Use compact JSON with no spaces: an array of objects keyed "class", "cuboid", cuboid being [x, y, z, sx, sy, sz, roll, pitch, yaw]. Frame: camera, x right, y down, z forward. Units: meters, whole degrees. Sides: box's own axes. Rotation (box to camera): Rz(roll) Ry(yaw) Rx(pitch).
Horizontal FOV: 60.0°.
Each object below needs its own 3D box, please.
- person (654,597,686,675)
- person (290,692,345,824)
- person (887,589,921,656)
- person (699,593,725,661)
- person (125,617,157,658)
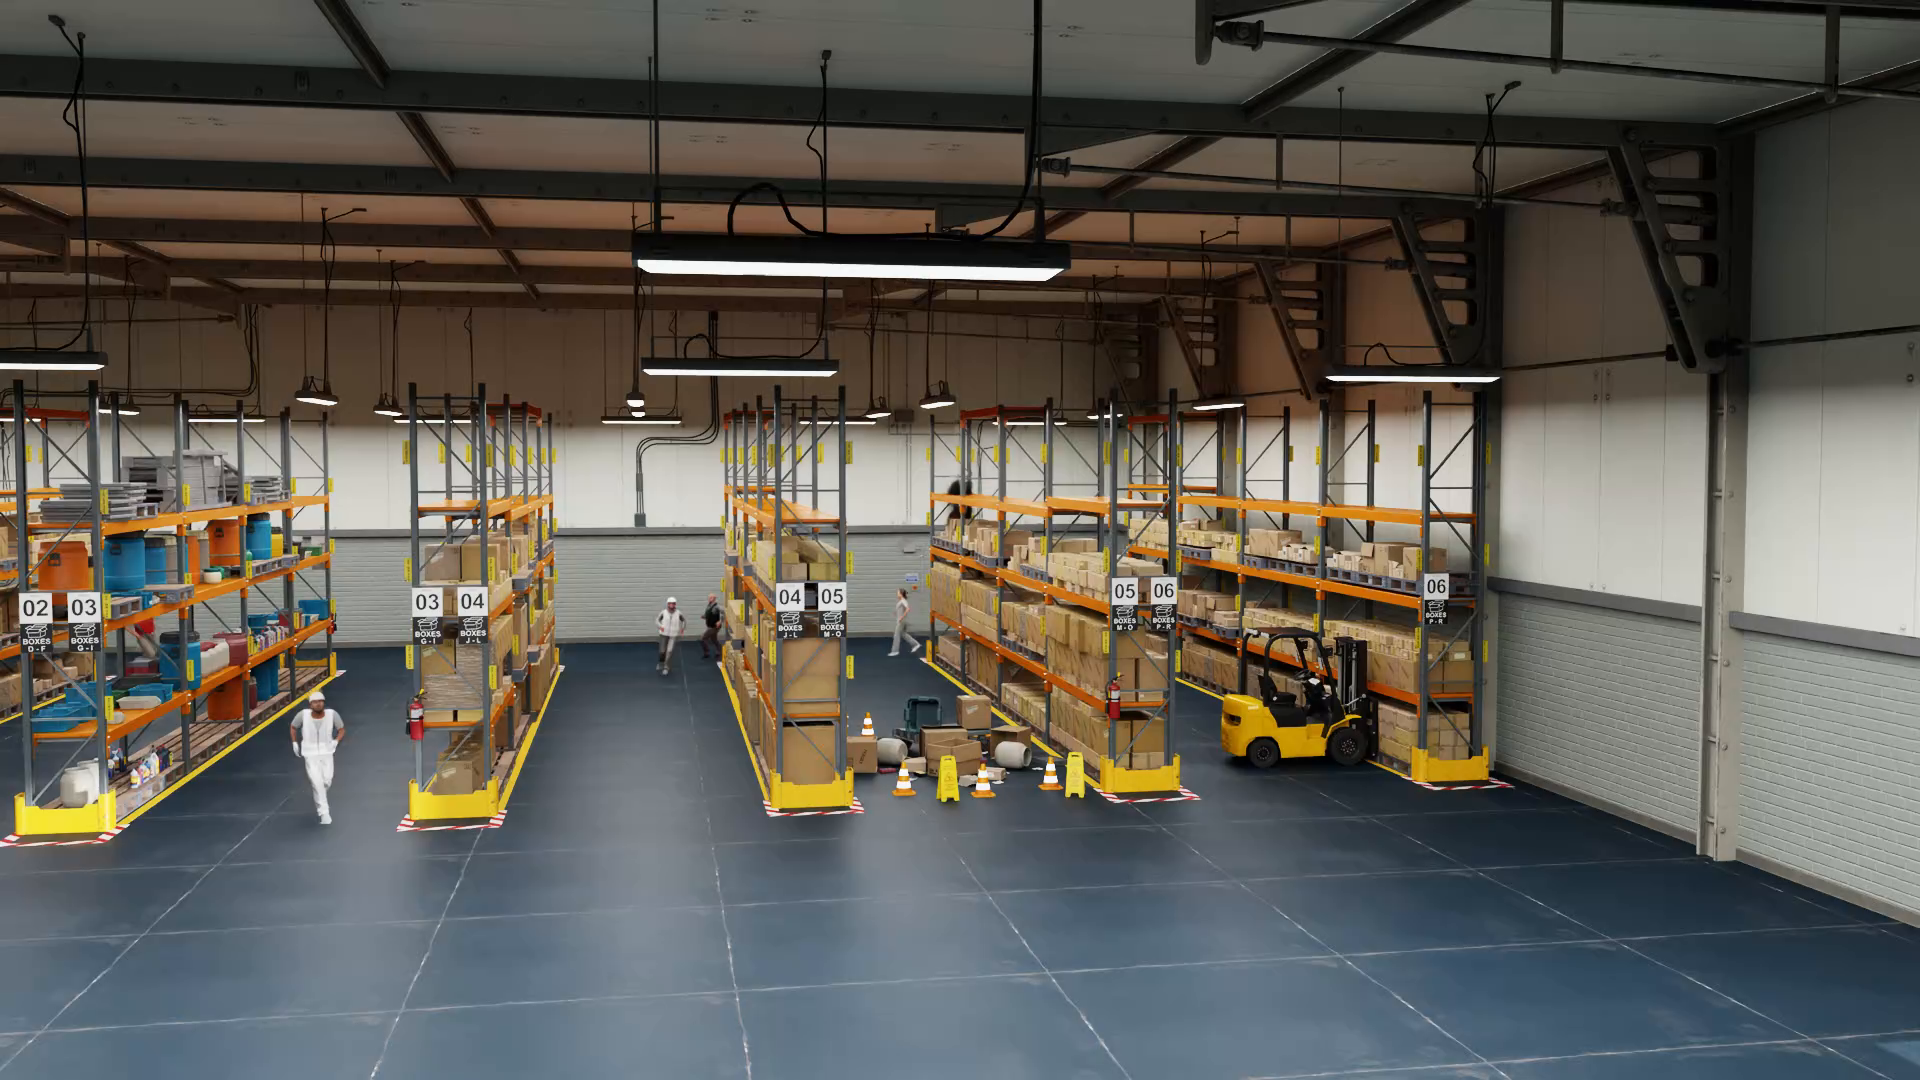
[{"class":"person","cuboid":[-6.633,2.182,38.103,0.721,1.745,0.964,-1,3,-12]},{"class":"person","cuboid":[-8.849,2.957,22.918,0.690,1.770,1.002,-1,3,-27]},{"class":"person","cuboid":[-1.402,2.061,41.598,0.849,1.686,0.586,0,3,-1]},{"class":"person","cuboid":[-6.009,2.137,40.605,0.751,1.701,0.793,-1,3,-24]},{"class":"person","cuboid":[-18.615,2.261,37.860,0.912,1.685,0.699,1,3,25]}]
